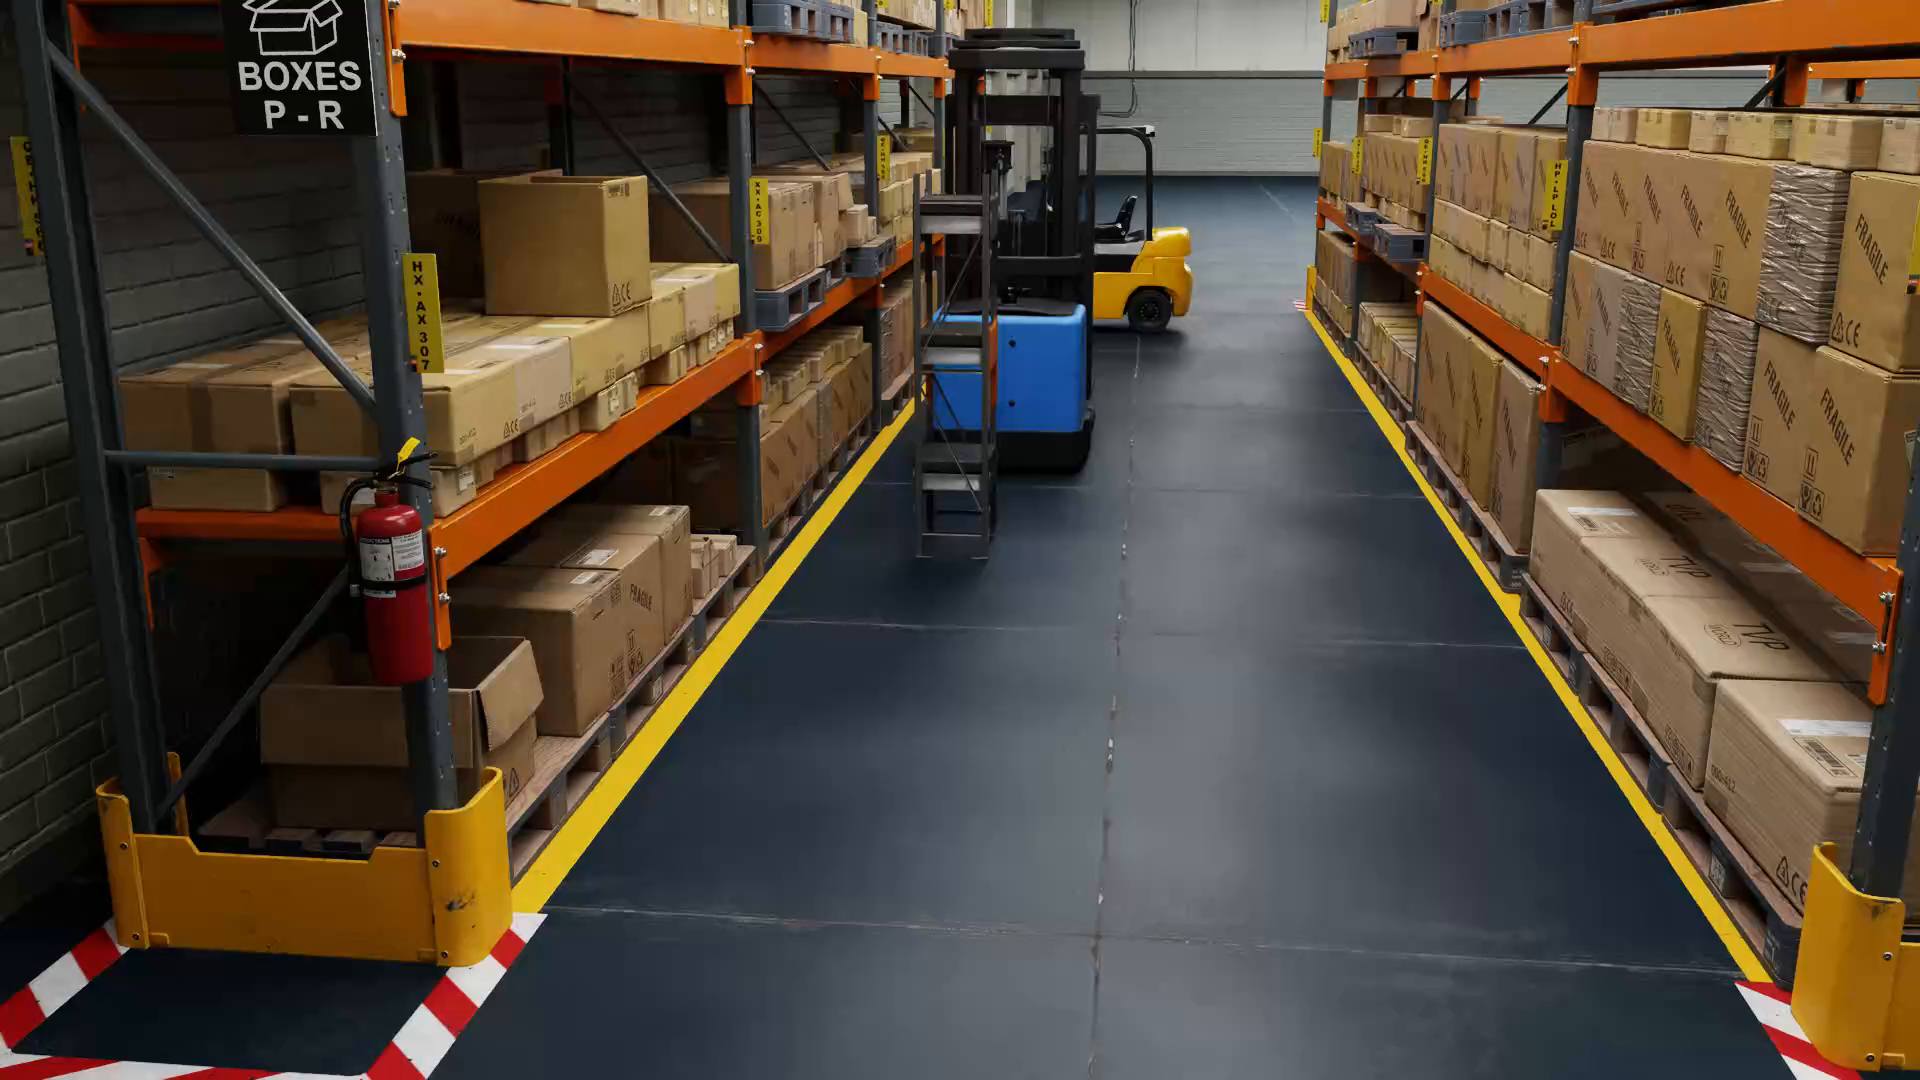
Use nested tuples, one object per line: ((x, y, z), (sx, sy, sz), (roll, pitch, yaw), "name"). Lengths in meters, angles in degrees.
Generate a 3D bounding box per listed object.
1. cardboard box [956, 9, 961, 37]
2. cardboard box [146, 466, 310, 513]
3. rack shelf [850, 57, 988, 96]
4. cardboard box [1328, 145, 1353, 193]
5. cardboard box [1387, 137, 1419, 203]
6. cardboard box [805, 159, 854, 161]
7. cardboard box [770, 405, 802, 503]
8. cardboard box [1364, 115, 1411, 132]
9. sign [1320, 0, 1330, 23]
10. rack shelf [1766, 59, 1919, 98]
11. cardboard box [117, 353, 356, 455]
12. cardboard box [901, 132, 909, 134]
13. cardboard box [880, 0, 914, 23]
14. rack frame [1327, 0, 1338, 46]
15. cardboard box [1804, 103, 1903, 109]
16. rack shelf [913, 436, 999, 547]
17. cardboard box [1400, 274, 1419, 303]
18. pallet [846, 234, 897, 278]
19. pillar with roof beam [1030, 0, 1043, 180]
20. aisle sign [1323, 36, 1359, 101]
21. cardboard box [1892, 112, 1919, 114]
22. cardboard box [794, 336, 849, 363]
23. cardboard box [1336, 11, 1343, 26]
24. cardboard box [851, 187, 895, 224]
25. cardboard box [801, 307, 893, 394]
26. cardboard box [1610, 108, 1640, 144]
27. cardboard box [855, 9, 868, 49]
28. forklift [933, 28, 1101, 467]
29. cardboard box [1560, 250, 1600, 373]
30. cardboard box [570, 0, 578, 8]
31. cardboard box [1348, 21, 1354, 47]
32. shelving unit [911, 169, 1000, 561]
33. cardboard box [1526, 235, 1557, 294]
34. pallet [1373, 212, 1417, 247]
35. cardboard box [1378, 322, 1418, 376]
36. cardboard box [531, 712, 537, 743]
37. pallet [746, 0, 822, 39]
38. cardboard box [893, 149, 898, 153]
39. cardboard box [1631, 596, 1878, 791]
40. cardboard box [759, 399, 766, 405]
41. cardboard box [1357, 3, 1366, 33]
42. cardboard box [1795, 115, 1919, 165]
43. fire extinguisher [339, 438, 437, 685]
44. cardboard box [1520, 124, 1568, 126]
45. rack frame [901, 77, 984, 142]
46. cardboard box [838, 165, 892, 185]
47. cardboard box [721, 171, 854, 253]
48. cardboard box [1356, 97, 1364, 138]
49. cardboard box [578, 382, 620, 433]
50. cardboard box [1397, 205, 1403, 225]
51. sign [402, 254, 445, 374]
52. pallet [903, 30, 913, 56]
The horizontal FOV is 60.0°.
((-0.183, -5.337, 17.169), (0.396, 0.266, 0.258), (1, 15, 5), "cardboard box")
((-2.236, -0.188, 5.091), (0.380, 0.149, 0.250), (2, 15, 6), "cardboard box")
((-0.427, -4.947, 17.841), (1.077, 0.370, 4.000), (2, 15, 6), "rack shelf")
((4.291, -4.030, 18.058), (0.500, 0.500, 0.500), (1, 15, 5), "cardboard box")
((3.707, -2.931, 13.188), (0.500, 0.500, 0.500), (1, 15, 2), "cardboard box")
((-1.124, -3.210, 14.352), (0.380, 0.149, 0.250), (2, 15, 7), "cardboard box")
((-1.227, -0.506, 9.770), (0.500, 0.500, 0.500), (1, 15, 6), "cardboard box")
((3.875, -3.778, 15.080), (0.380, 0.149, 0.250), (2, 15, 6), "cardboard box")
((4.192, -6.105, 19.074), (0.100, 0.325, 0.005), (2, 15, 6), "sign")
((9.435, -4.682, 16.862), (1.077, 0.370, 4.000), (2, 15, 6), "rack shelf")
((-2.218, -0.413, 5.162), (0.500, 0.250, 0.500), (2, 15, 8), "cardboard box")
((-0.740, -4.255, 17.648), (0.380, 0.149, 0.250), (2, 15, 6), "cardboard box")
((-0.665, -4.482, 13.556), (0.500, 0.500, 0.500), (2, 15, 8), "cardboard box")
((4.731, -7.116, 18.737), (1.000, 3.000, 0.127), (2, 15, 6), "rack frame")
((9.412, -4.312, 17.506), (0.875, 0.550, 0.550), (2, 15, 6), "cardboard box")
((-0.019, -0.282, 9.415), (0.431, 0.518, 0.480), (2, 15, 6), "rack shelf")
((4.615, -2.565, 16.426), (0.500, 0.500, 0.500), (2, 15, 9), "cardboard box")
((-1.111, -2.019, 11.751), (1.213, 0.211, 1.003), (2, 15, 6), "pallet")
((6.487, -14.761, 47.011), (9.100, 9.000, 0.400), (2, 15, 6), "pillar with roof beam")
((4.430, -5.500, 19.274), (0.394, 0.787, 0.004), (2, 15, 6), "aisle sign")
((3.458, -1.399, 5.739), (0.380, 0.149, 0.250), (1, 15, 5), "cardboard box")
((-0.981, -1.325, 11.557), (0.380, 0.149, 0.250), (1, 15, 4), "cardboard box")
((4.284, -5.653, 18.030), (0.380, 0.149, 0.250), (2, 15, 6), "cardboard box")
((-0.786, -2.566, 12.735), (0.500, 0.250, 0.500), (2, 15, 6), "cardboard box")
((-1.020, -1.508, 13.236), (0.875, 0.625, 0.625), (2, 15, 8), "cardboard box")
((3.071, -1.810, 7.260), (0.380, 0.149, 0.250), (2, 15, 7), "cardboard box")
((-0.921, -3.525, 11.493), (0.500, 0.250, 0.500), (1, 15, 4), "cardboard box")
((0.462, -2.240, 12.331), (1.130, 2.935, 3.031), (2, 15, 6), "forklift")
((3.064, -1.042, 7.576), (0.500, 0.500, 0.500), (2, 15, 8), "cardboard box")
((-1.571, -1.948, 5.855), (0.380, 0.149, 0.250), (2, 15, 6), "cardboard box")
((4.190, -5.087, 16.698), (0.500, 0.250, 0.500), (1, 15, 5), "cardboard box")
((-0.019, -0.971, 9.229), (0.431, 2.100, 0.503), (2, 15, 6), "shelving unit")
((3.185, -1.398, 8.414), (0.500, 0.250, 0.500), (2, 15, 6), "cardboard box")
((4.011, -2.567, 13.775), (1.003, 0.211, 1.213), (2, 15, 6), "pallet")
((4.069, -1.613, 14.111), (0.950, 0.372, 0.625), (2, 15, 8), "cardboard box")
((-1.757, 0.694, 6.008), (0.380, 0.149, 0.250), (1, 15, 4), "cardboard box")
((-1.412, -2.777, 8.798), (1.213, 0.211, 1.003), (2, 15, 6), "pallet")
((-0.840, -3.914, 16.956), (0.380, 0.149, 0.250), (2, 15, 8), "cardboard box")
((2.996, 0.553, 5.976), (0.875, 0.438, 0.875), (2, 15, 8), "cardboard box")
((-1.296, -0.721, 9.323), (0.380, 0.149, 0.250), (1, 15, 5), "cardboard box")
((3.816, -4.621, 14.740), (0.500, 0.250, 0.500), (1, 15, 5), "cardboard box")
((2.787, -1.213, 5.051), (0.380, 0.149, 0.250), (2, 15, 8), "cardboard box")
((-1.564, 0.054, 4.578), (0.296, 0.674, 0.183), (2, 15, 6), "fire extinguisher")
((4.030, -2.534, 11.179), (0.500, 0.500, 0.500), (1, 15, 5), "cardboard box")
((-0.201, -4.365, 20.057), (1.000, 3.000, 0.127), (2, 15, 6), "rack frame")
((-0.743, -2.862, 13.066), (0.380, 0.149, 0.250), (2, 15, 8), "cardboard box")
((-1.104, -2.114, 10.730), (0.797, 0.503, 0.637), (1, 15, 5), "cardboard box")
((4.891, -4.755, 18.824), (0.700, 0.500, 0.500), (1, 15, 5), "cardboard box")
((-1.502, -0.504, 6.259), (0.380, 0.149, 0.250), (1, 15, 5), "cardboard box")
((3.610, -2.521, 12.917), (0.380, 0.149, 0.250), (1, 15, 4), "cardboard box")
((-1.467, -0.617, 4.539), (0.100, 0.325, 0.005), (2, 15, 6), "sign")
((-0.993, -4.116, 13.751), (1.003, 0.211, 1.213), (2, 15, 9), "pallet")
